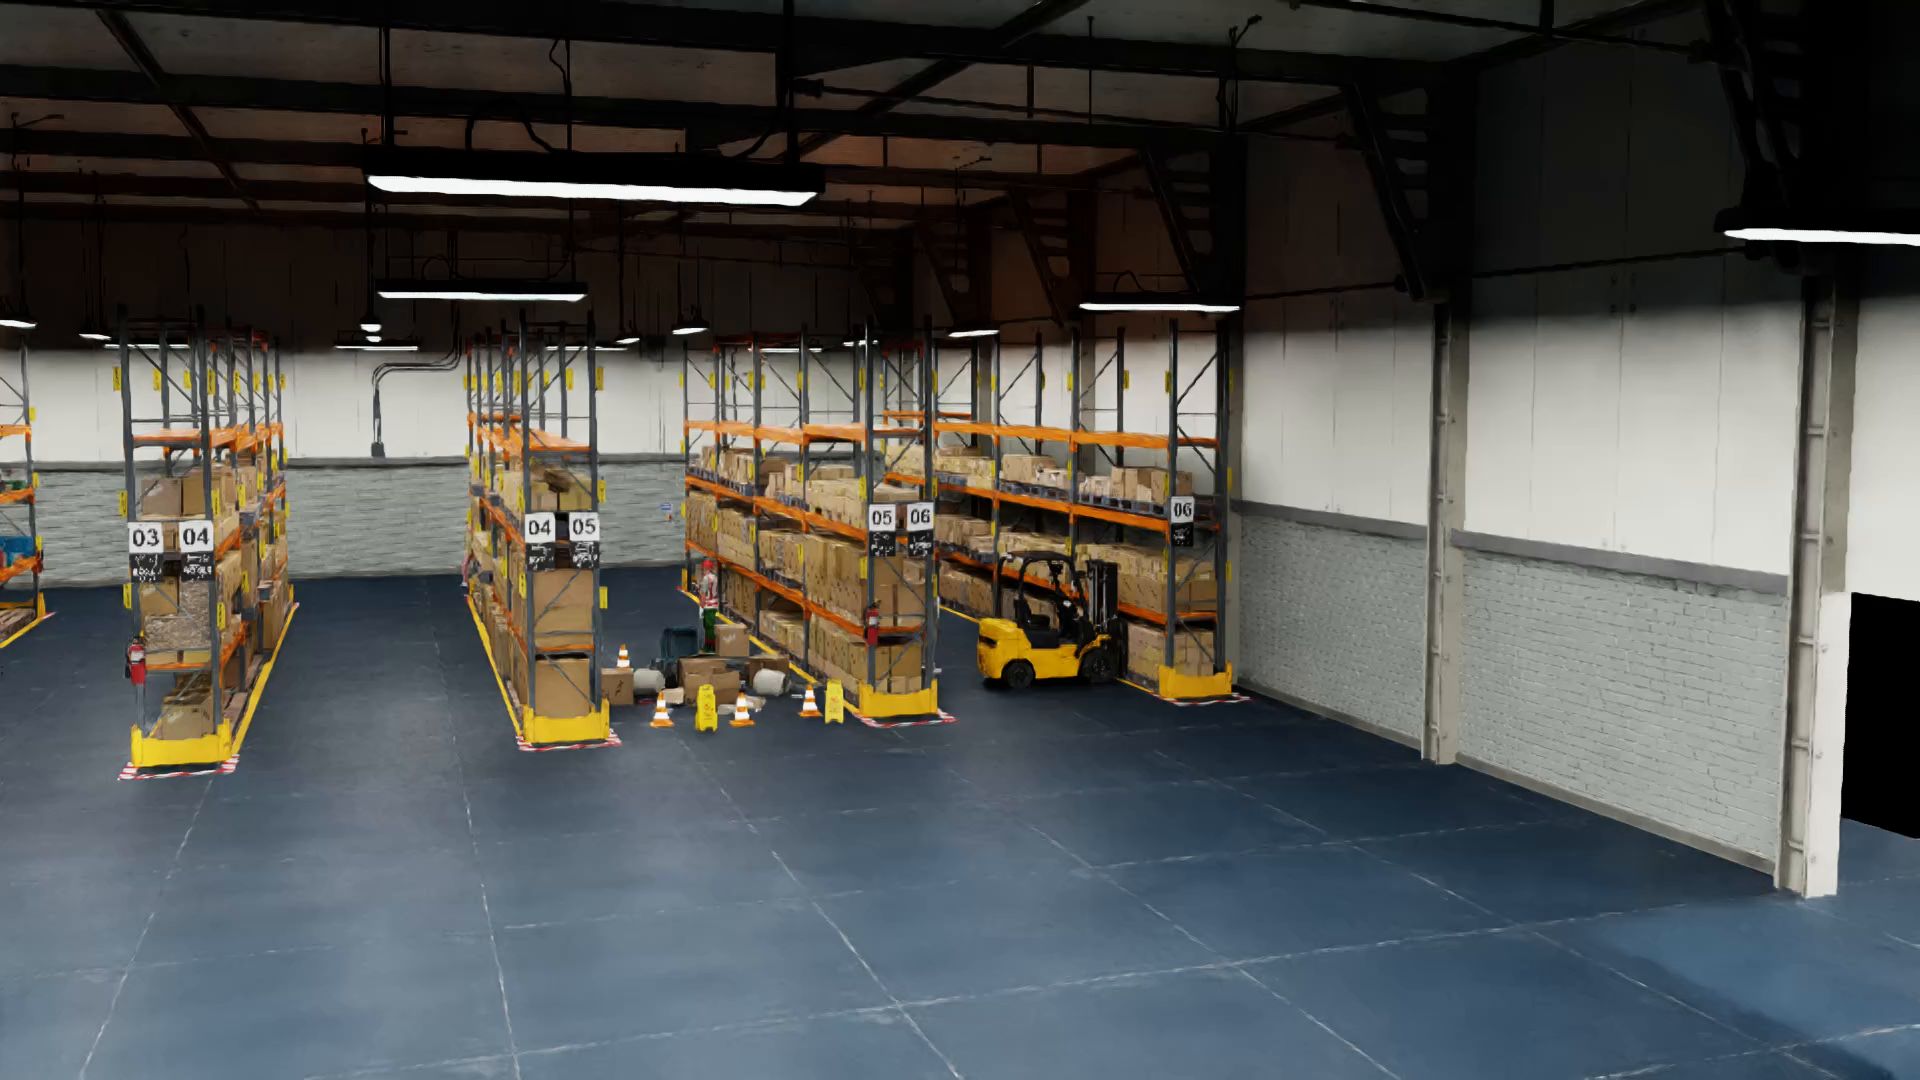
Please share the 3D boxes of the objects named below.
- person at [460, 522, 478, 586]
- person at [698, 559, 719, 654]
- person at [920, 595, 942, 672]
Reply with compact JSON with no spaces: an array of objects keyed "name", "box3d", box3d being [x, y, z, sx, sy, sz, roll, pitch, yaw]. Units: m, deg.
[{"name":"person","box3d":[-11.984,0.317,40.949,0.492,1.608,0.953,0,5,2]},{"name":"person","box3d":[-4.597,1.240,30.162,0.570,1.786,0.653,1,5,7]},{"name":"person","box3d":[-0.510,1.473,28.716,0.469,1.602,0.399,4,7,39]}]
